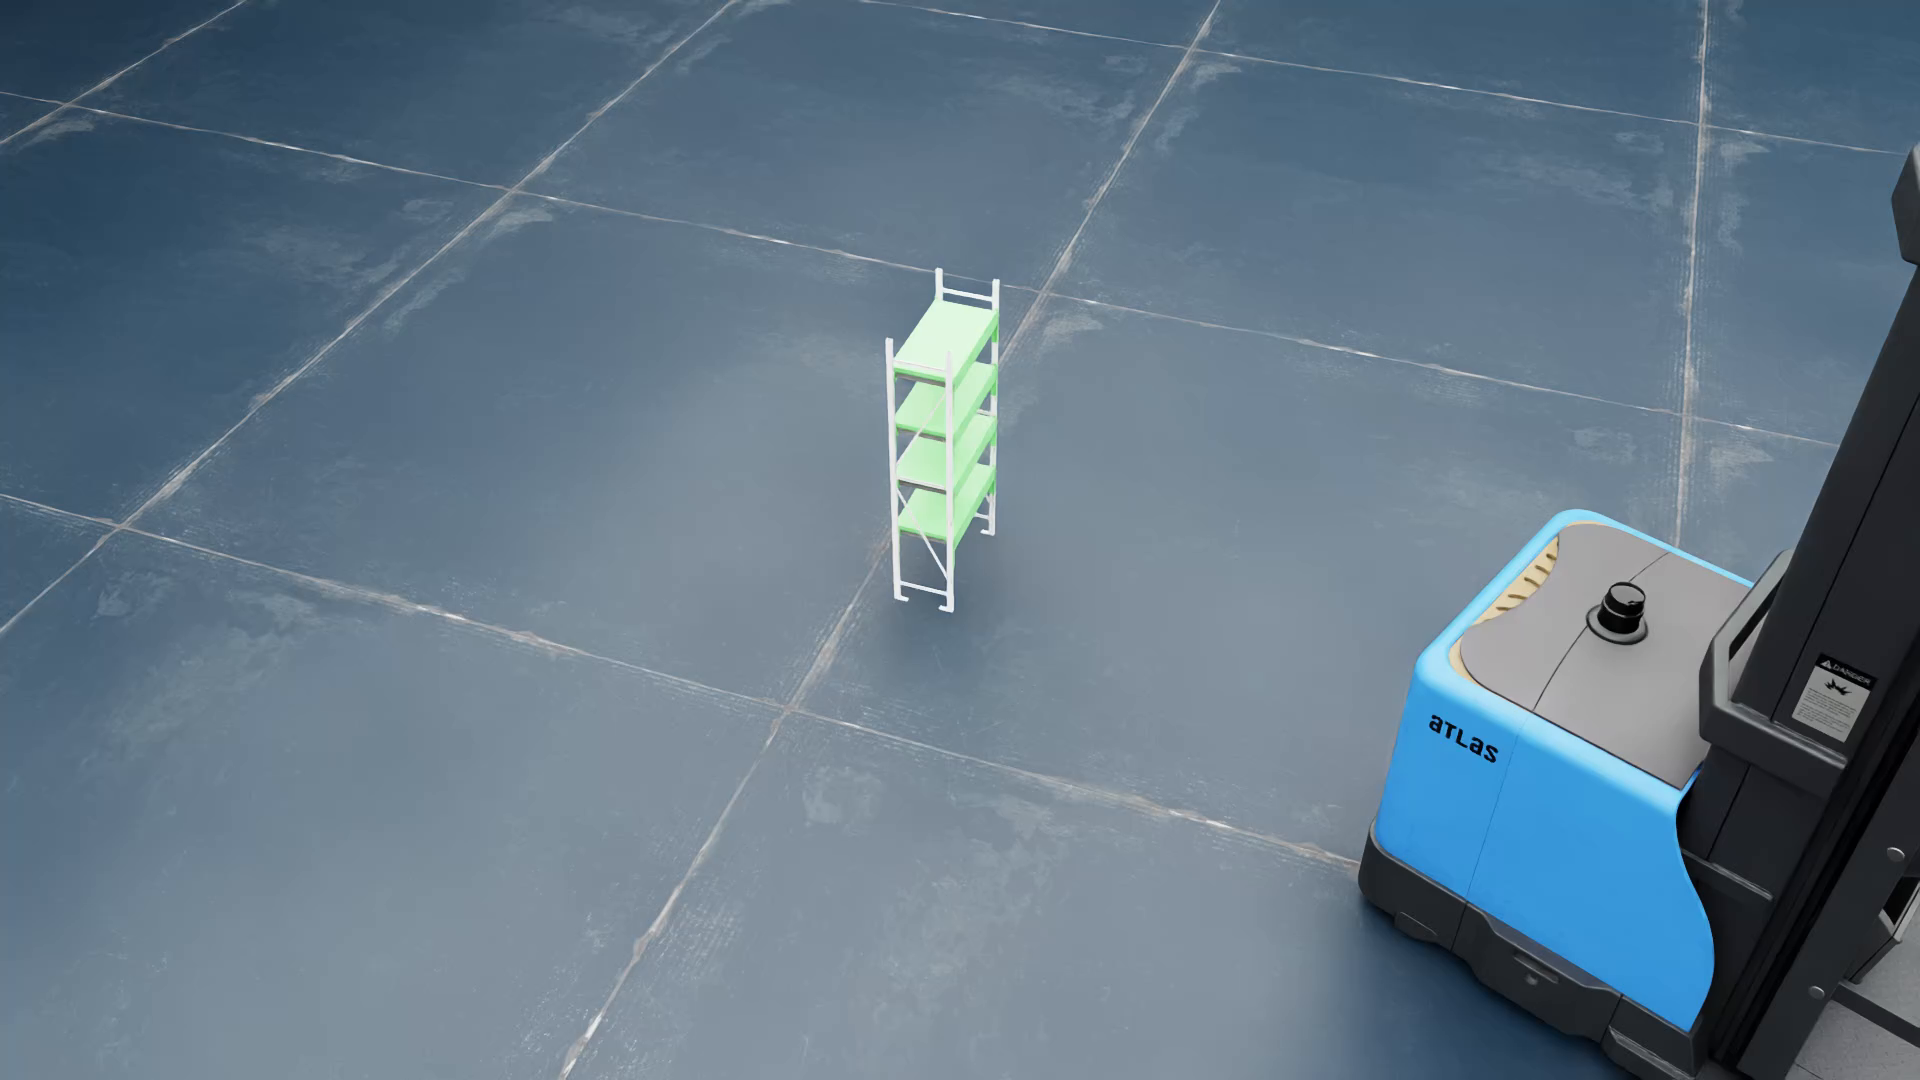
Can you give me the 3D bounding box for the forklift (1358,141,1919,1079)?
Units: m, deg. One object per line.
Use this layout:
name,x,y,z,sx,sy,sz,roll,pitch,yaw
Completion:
forklift,2.717,0.448,3.967,3.031,2.935,1.130,30,49,30

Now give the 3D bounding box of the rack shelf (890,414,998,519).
rack shelf,-0.057,-0.307,6.284,0.258,0.148,0.480,13,42,15

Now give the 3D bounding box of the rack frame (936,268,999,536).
rack frame,0.027,-0.504,6.417,0.240,1.200,0.015,13,42,15

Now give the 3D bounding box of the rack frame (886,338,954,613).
rack frame,-0.140,-0.207,6.068,0.240,1.200,0.015,13,42,15

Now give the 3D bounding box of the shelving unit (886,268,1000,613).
shelving unit,-0.057,-0.355,6.242,0.258,1.200,0.503,13,42,15

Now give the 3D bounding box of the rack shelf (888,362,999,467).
rack shelf,-0.057,-0.489,6.128,0.258,0.148,0.480,13,42,15

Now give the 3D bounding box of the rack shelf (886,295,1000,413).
rack shelf,-0.057,-0.672,5.972,0.258,0.148,0.480,13,42,15

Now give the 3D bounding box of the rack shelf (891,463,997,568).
rack shelf,-0.057,-0.124,6.439,0.258,0.148,0.480,13,42,15
